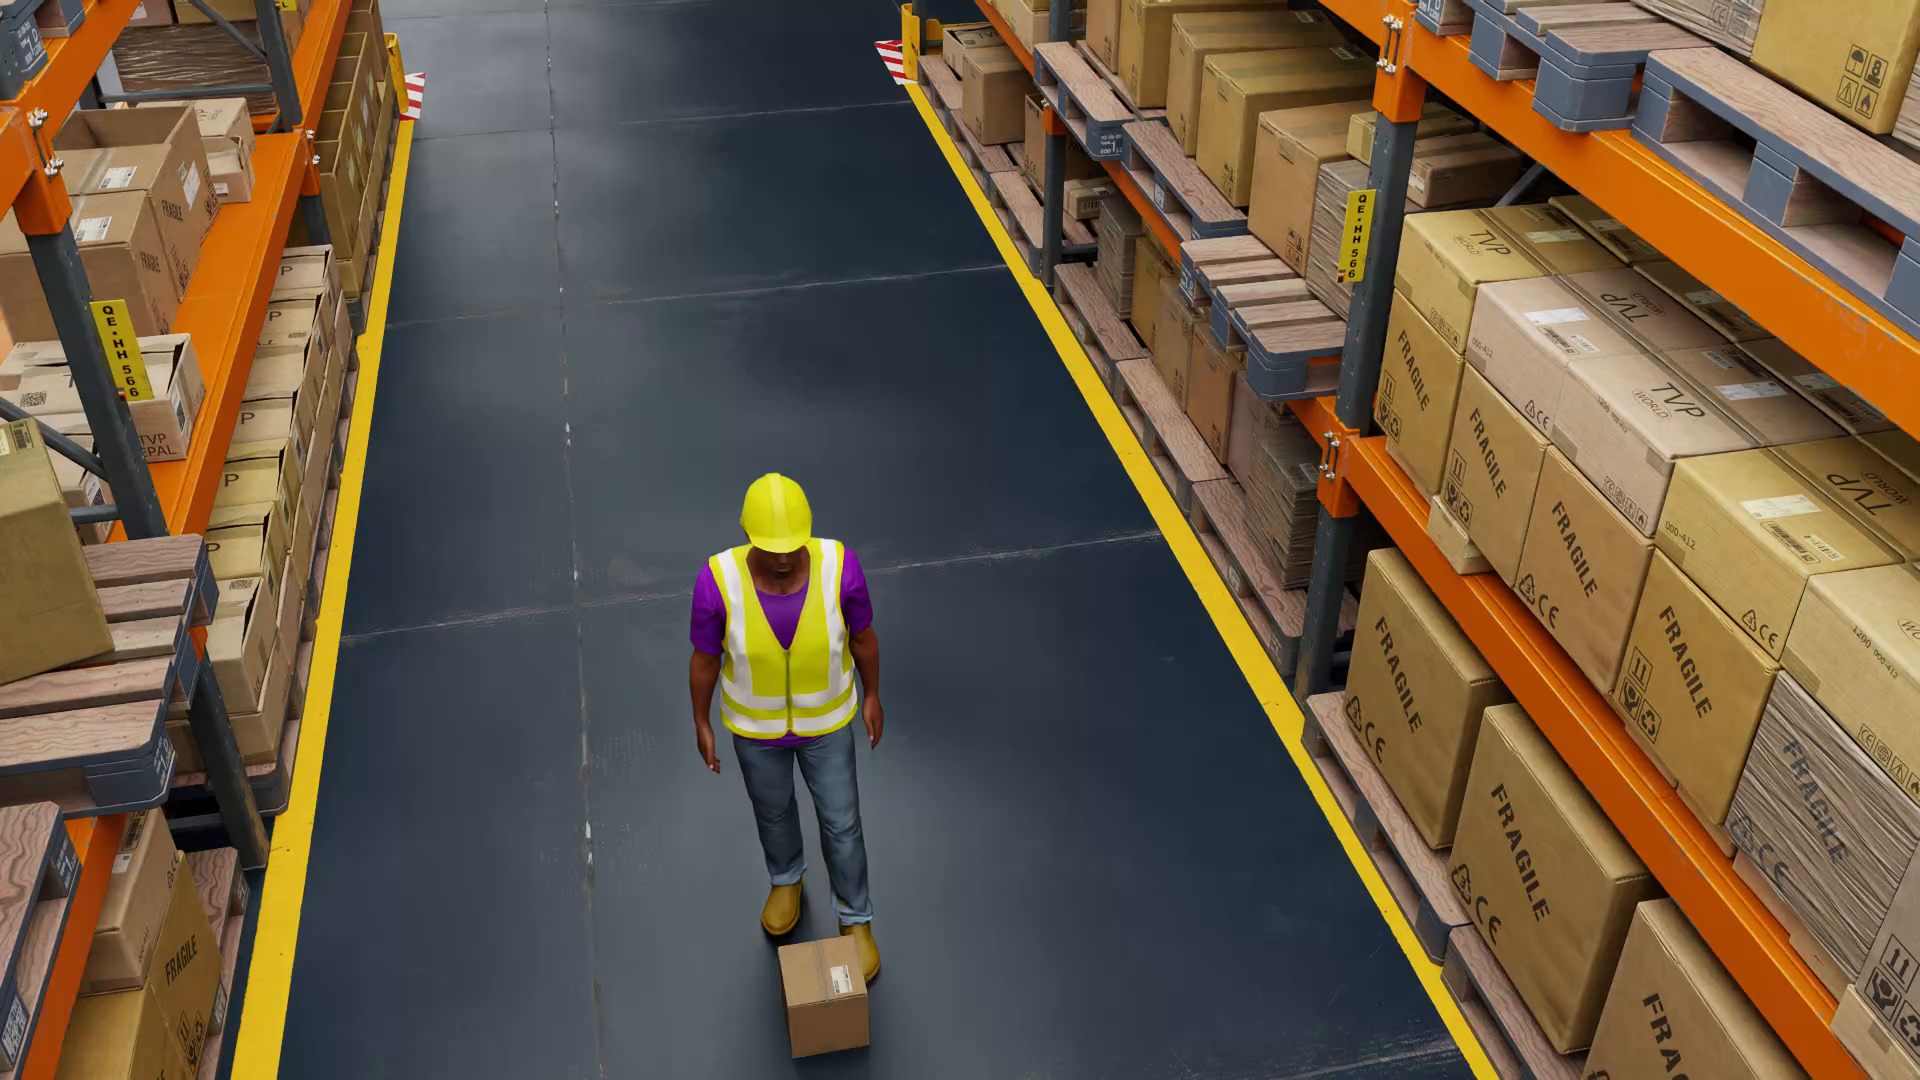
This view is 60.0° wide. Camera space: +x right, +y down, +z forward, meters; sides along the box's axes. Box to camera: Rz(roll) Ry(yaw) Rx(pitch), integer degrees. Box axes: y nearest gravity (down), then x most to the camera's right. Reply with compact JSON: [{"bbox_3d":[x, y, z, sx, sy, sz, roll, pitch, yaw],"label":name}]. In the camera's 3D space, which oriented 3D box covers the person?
[{"bbox_3d":[-0.530,0.605,5.219,0.607,1.766,0.552,-4,34,-6],"label":"person"}]
